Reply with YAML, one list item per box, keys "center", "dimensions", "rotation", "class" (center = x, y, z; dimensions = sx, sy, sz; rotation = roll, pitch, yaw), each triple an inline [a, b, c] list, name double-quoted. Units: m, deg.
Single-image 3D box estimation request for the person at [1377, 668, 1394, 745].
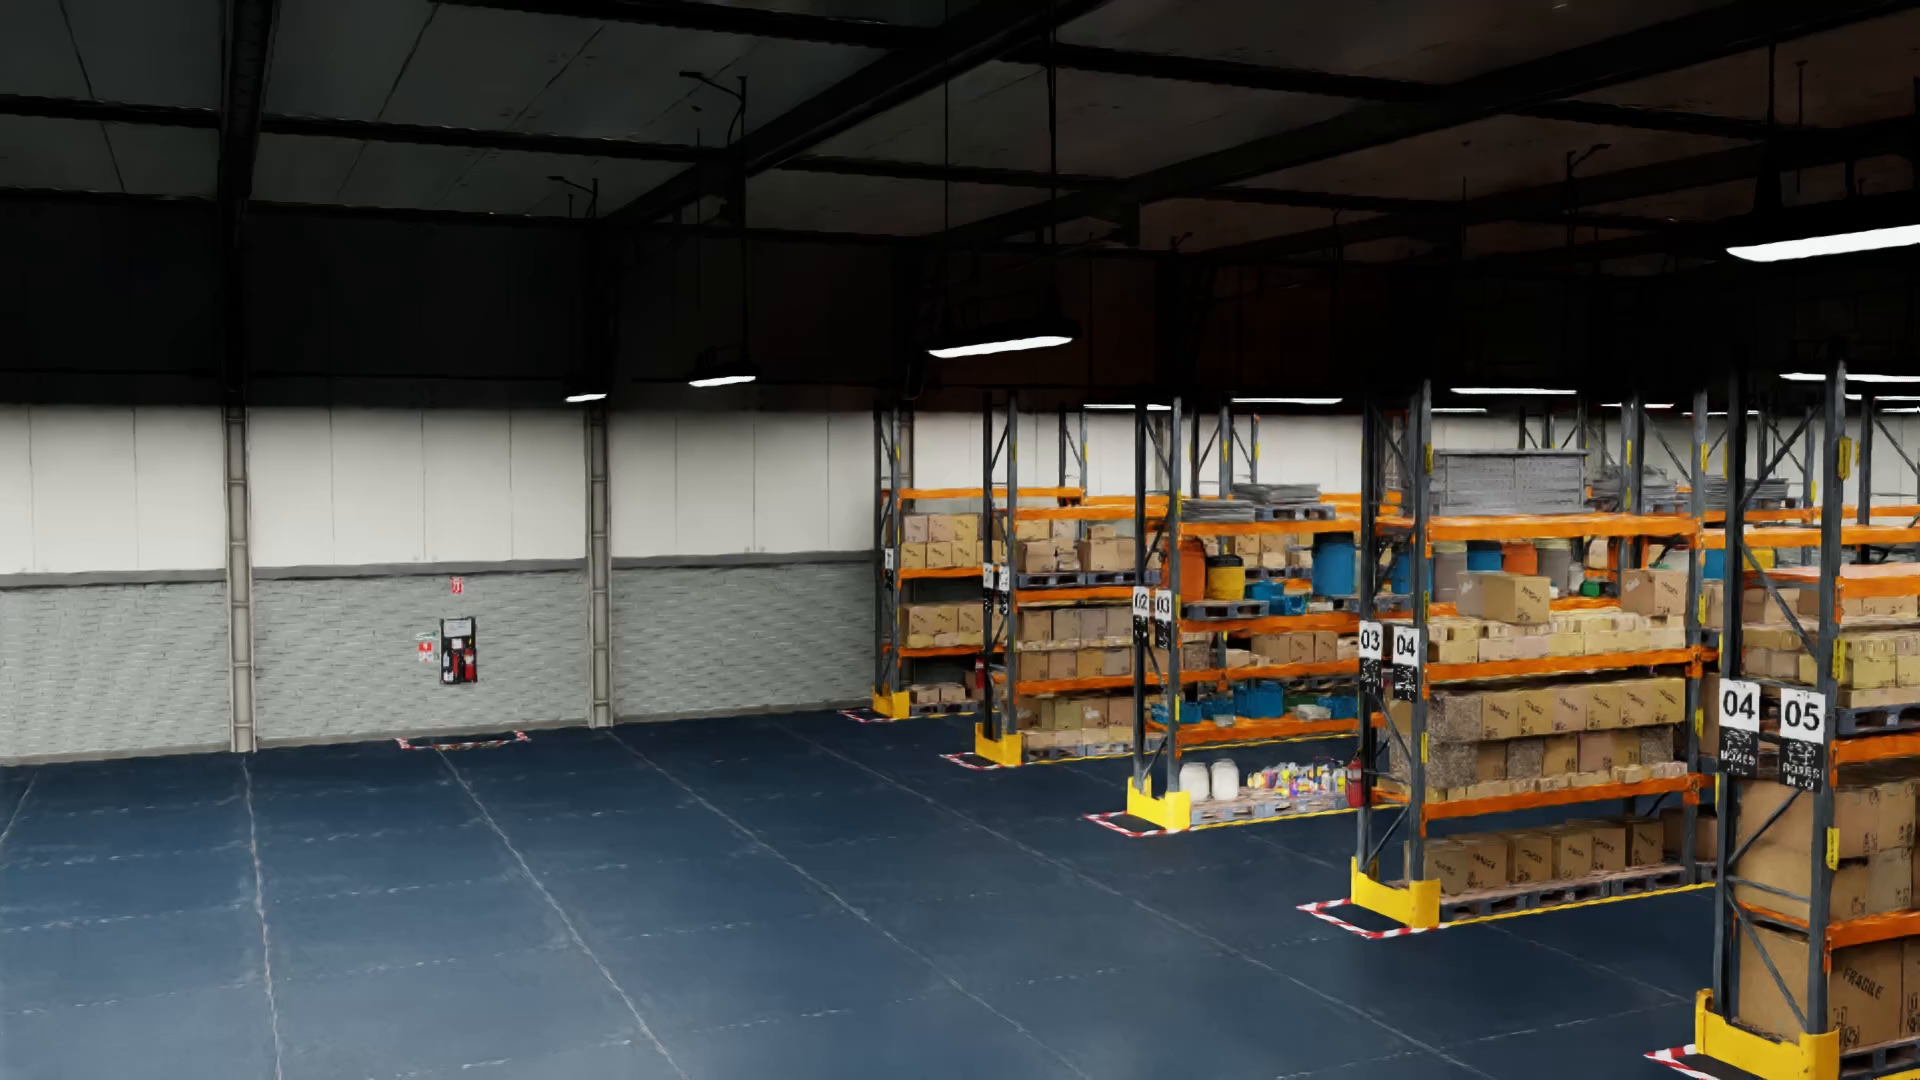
- center: [7.266, 2.640, 28.588]
  dimensions: [0.546, 1.733, 0.729]
  rotation: [-2, 4, -26]
  class: "person"
